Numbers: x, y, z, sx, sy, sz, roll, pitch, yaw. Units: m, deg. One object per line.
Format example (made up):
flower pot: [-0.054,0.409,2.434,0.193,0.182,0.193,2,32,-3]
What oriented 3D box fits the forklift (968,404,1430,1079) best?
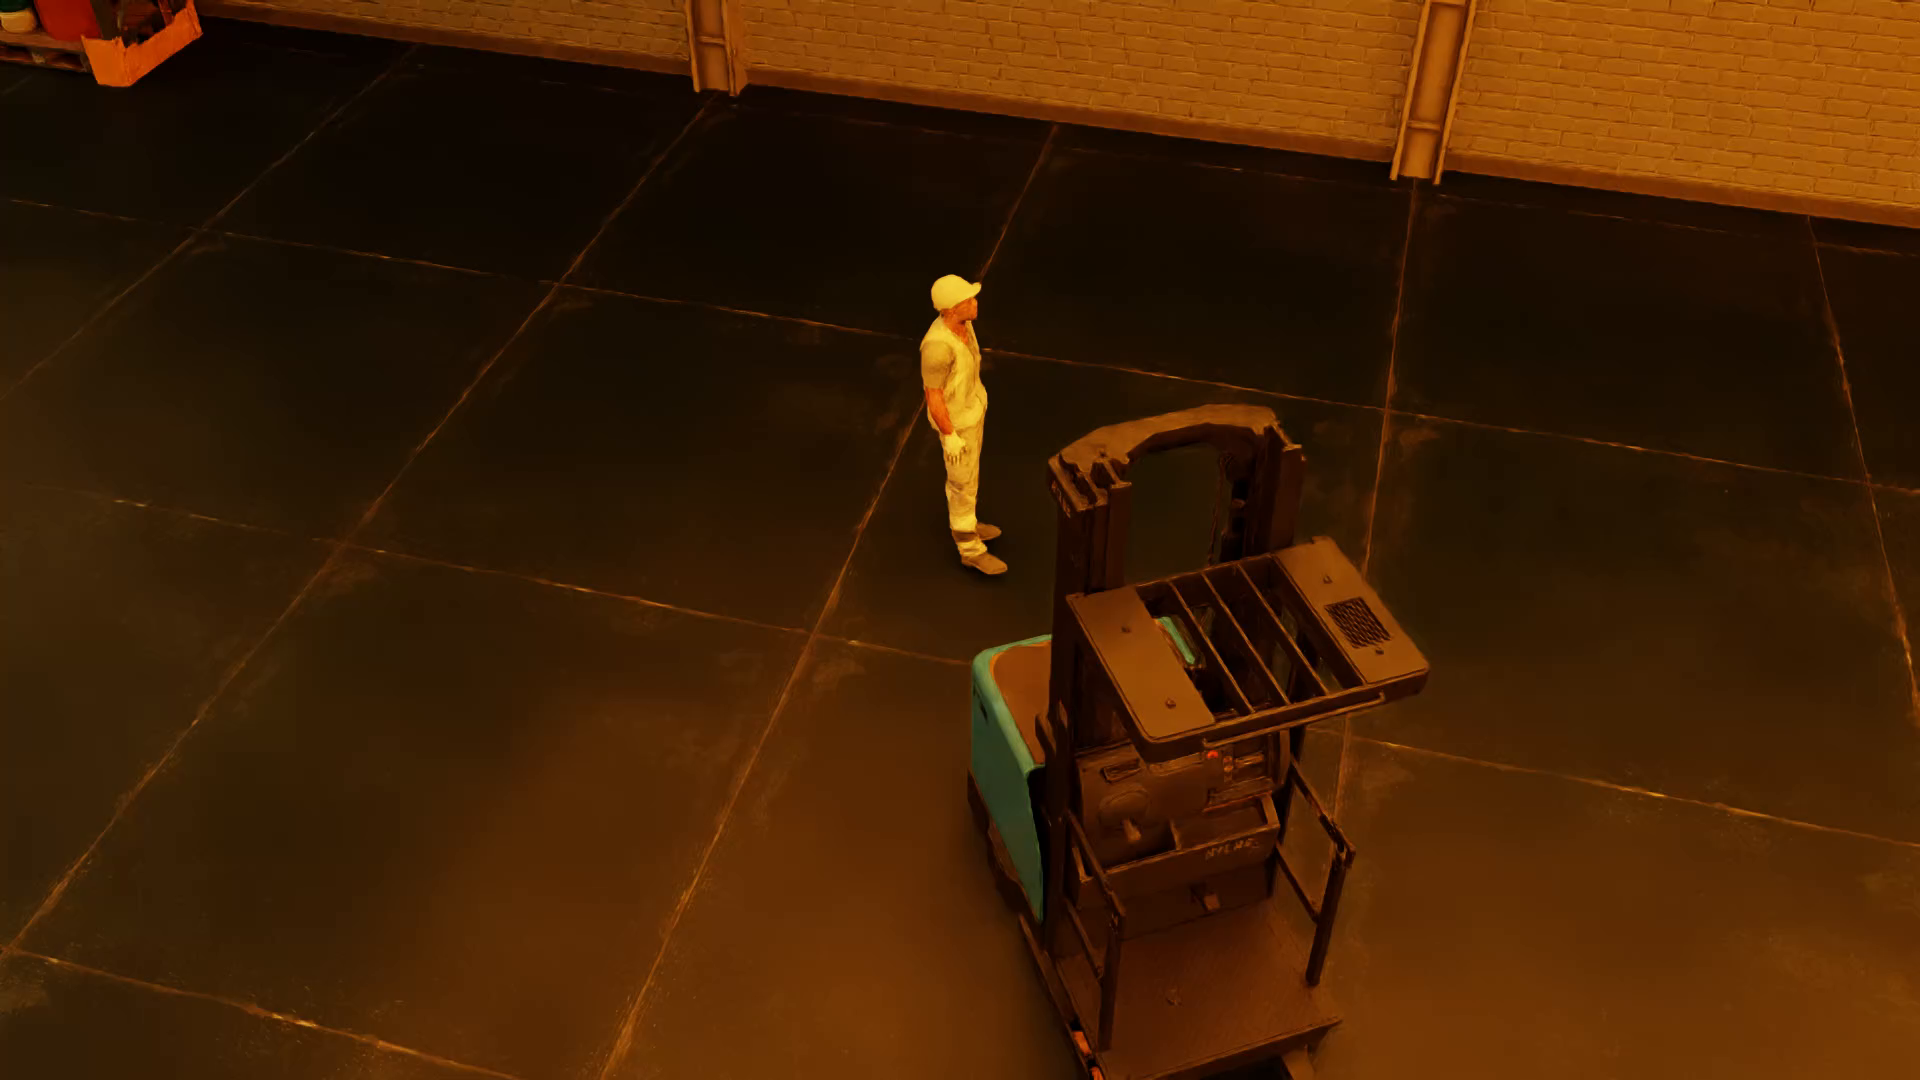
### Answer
forklift: [0.993,1.052,6.662,1.130,2.935,3.031,-13,43,-14]

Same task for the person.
person: [0.074,-0.687,9.440,0.563,1.787,0.636,10,42,11]
